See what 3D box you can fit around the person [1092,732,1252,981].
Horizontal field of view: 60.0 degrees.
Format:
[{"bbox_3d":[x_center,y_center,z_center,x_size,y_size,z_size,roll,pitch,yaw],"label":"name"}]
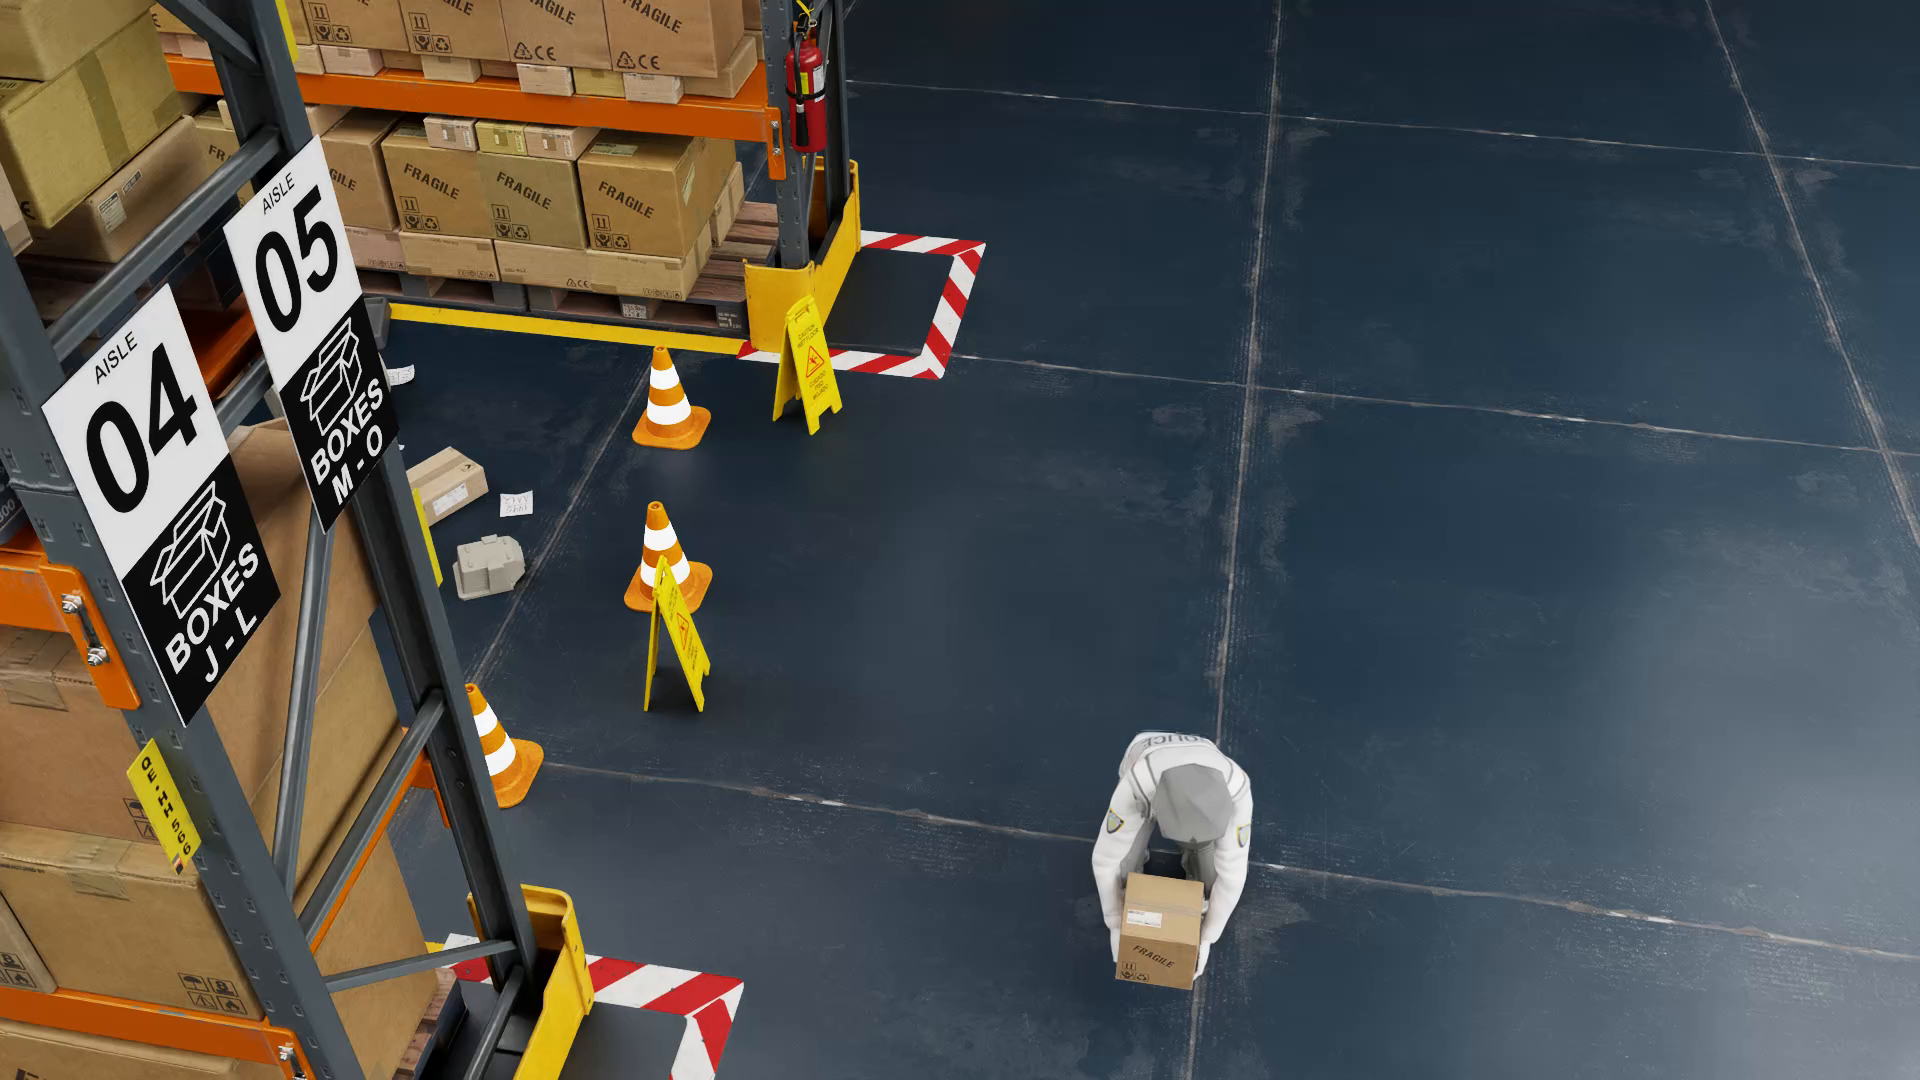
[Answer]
[{"bbox_3d":[0.718,0.953,5.600,0.508,0.961,0.822,7,41,8],"label":"person"}]
